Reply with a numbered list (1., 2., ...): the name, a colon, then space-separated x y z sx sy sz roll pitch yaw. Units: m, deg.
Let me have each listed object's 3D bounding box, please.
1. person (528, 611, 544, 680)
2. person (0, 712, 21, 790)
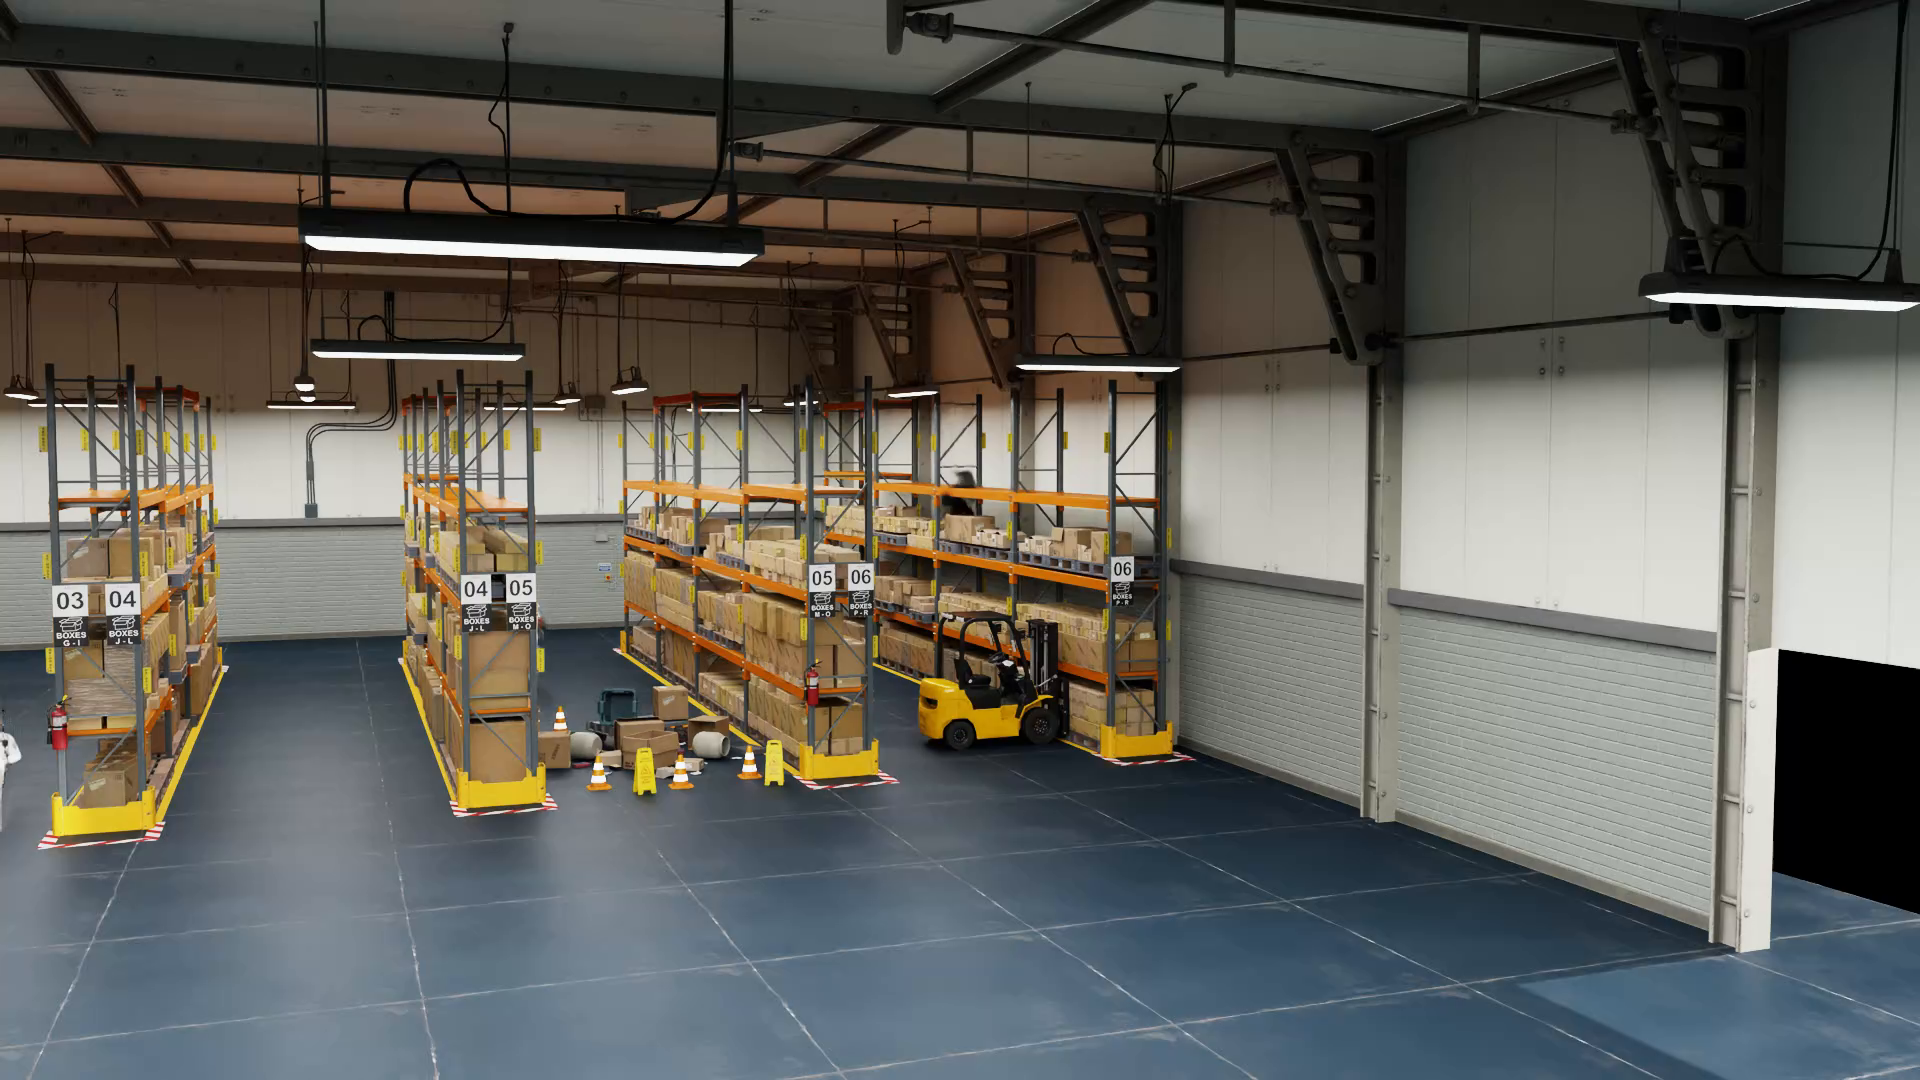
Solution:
1. person: -9.069 2.073 34.853 0.647 1.823 0.749 -1 4 -24
2. person: -12.073 2.972 20.706 0.611 1.713 0.869 -3 5 -44
